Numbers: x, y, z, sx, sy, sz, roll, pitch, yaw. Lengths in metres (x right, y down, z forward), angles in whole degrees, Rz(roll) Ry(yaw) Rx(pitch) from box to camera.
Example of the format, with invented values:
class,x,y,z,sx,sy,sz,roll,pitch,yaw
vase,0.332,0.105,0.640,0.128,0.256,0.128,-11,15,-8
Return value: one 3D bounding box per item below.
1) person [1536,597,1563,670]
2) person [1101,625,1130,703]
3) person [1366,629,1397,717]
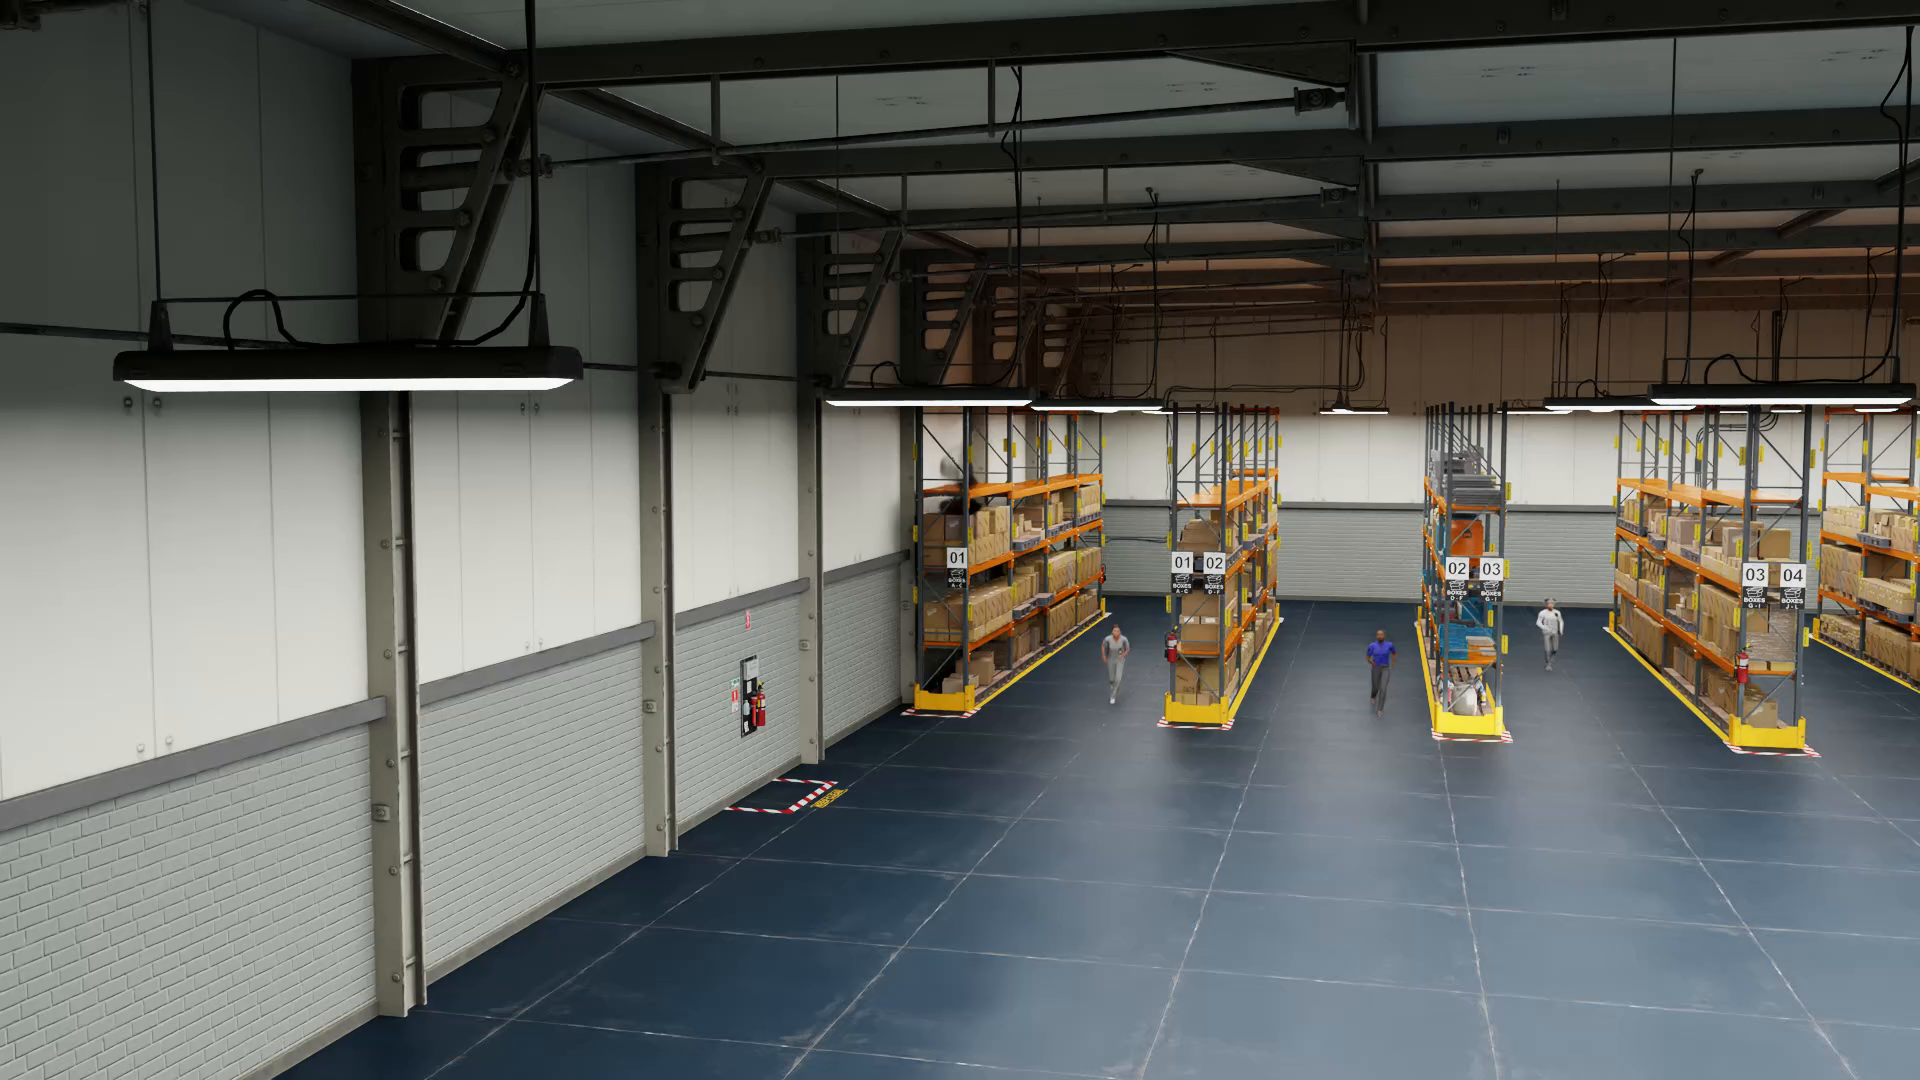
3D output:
class,x,y,z,sx,sy,sz,roll,pitch,yaw
person,13.375,2.124,37.656,0.612,1.658,0.524,1,4,8
person,3.120,2.478,33.388,0.554,1.600,0.703,0,4,1
person,8.141,2.543,32.132,0.588,1.658,0.859,1,4,15
